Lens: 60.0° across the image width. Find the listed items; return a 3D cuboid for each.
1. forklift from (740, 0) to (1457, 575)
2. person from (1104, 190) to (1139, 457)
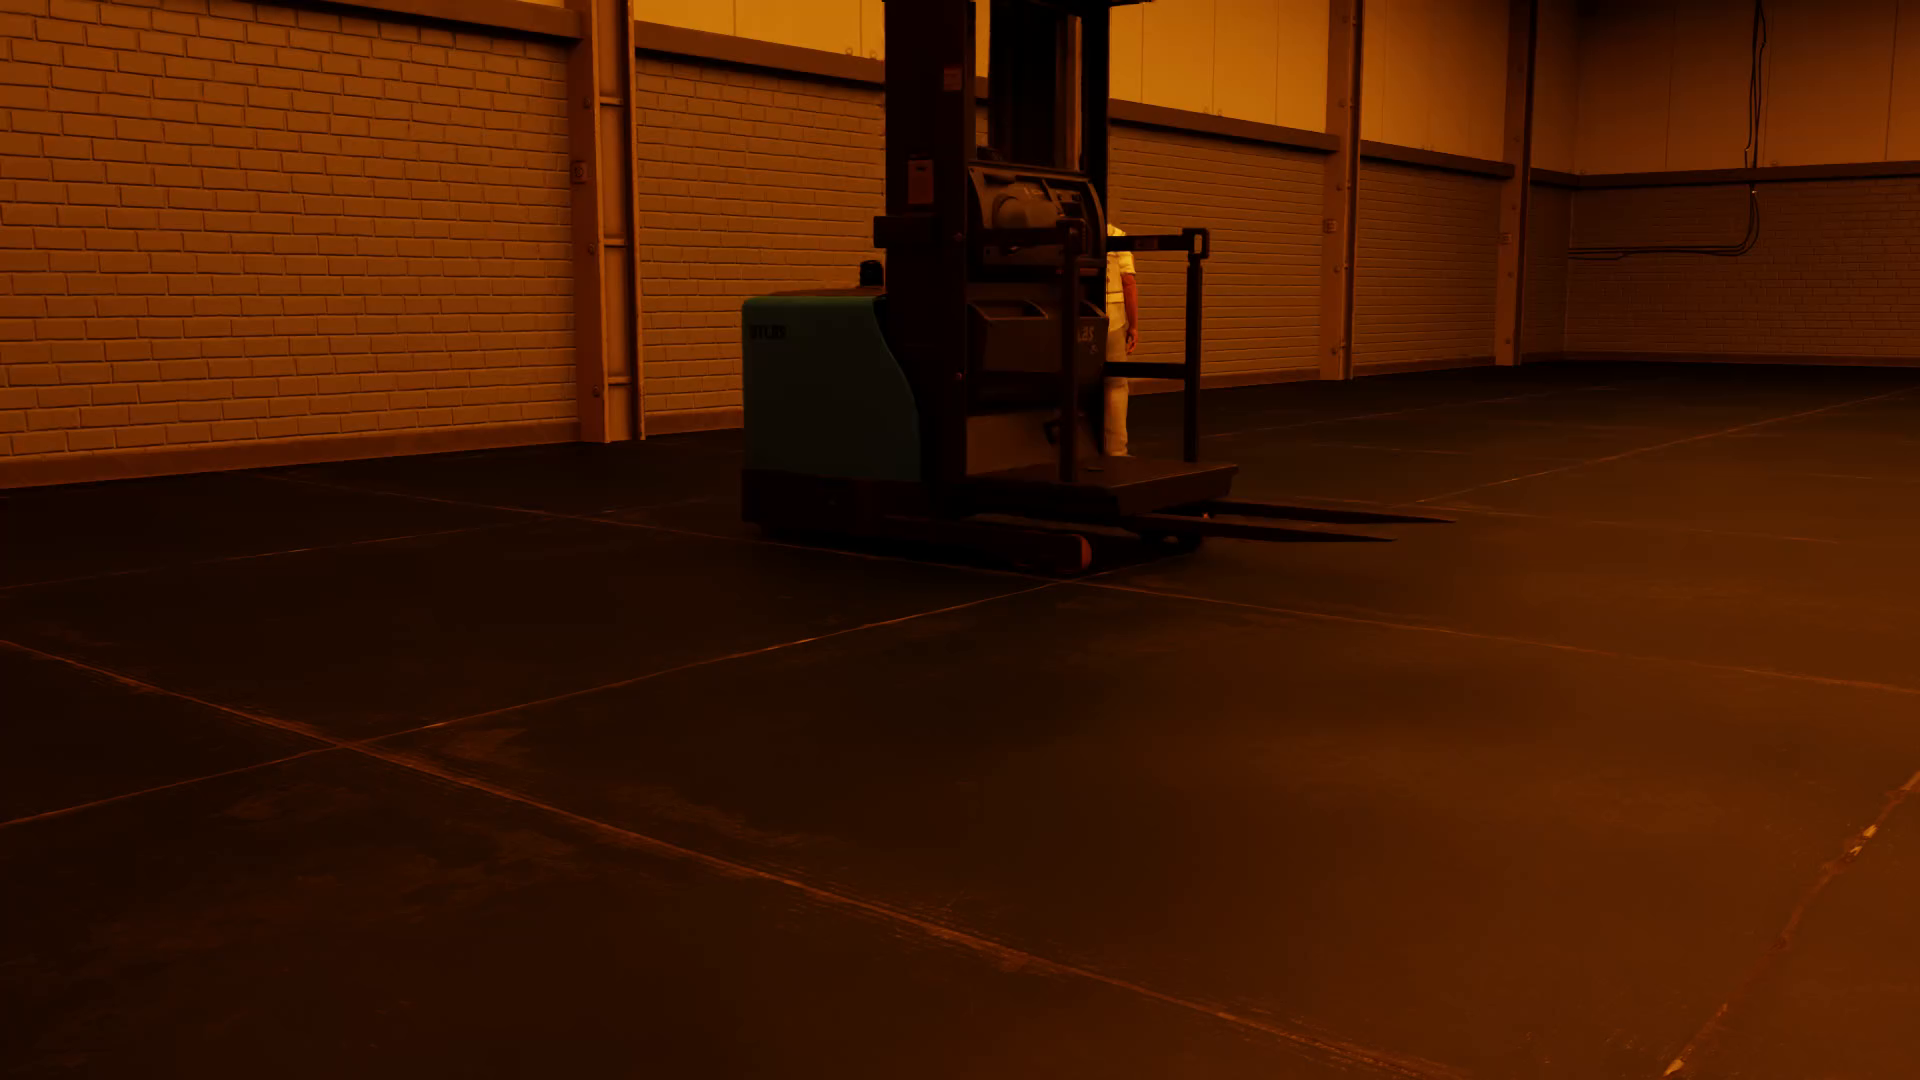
[{"bbox_3d":[0.499,-1.399,6.842,3.031,2.935,1.130,6,10,36],"label":"forklift"},{"bbox_3d":[0.819,-1.319,10.385,0.585,1.747,0.439,2,9,14],"label":"person"}]
